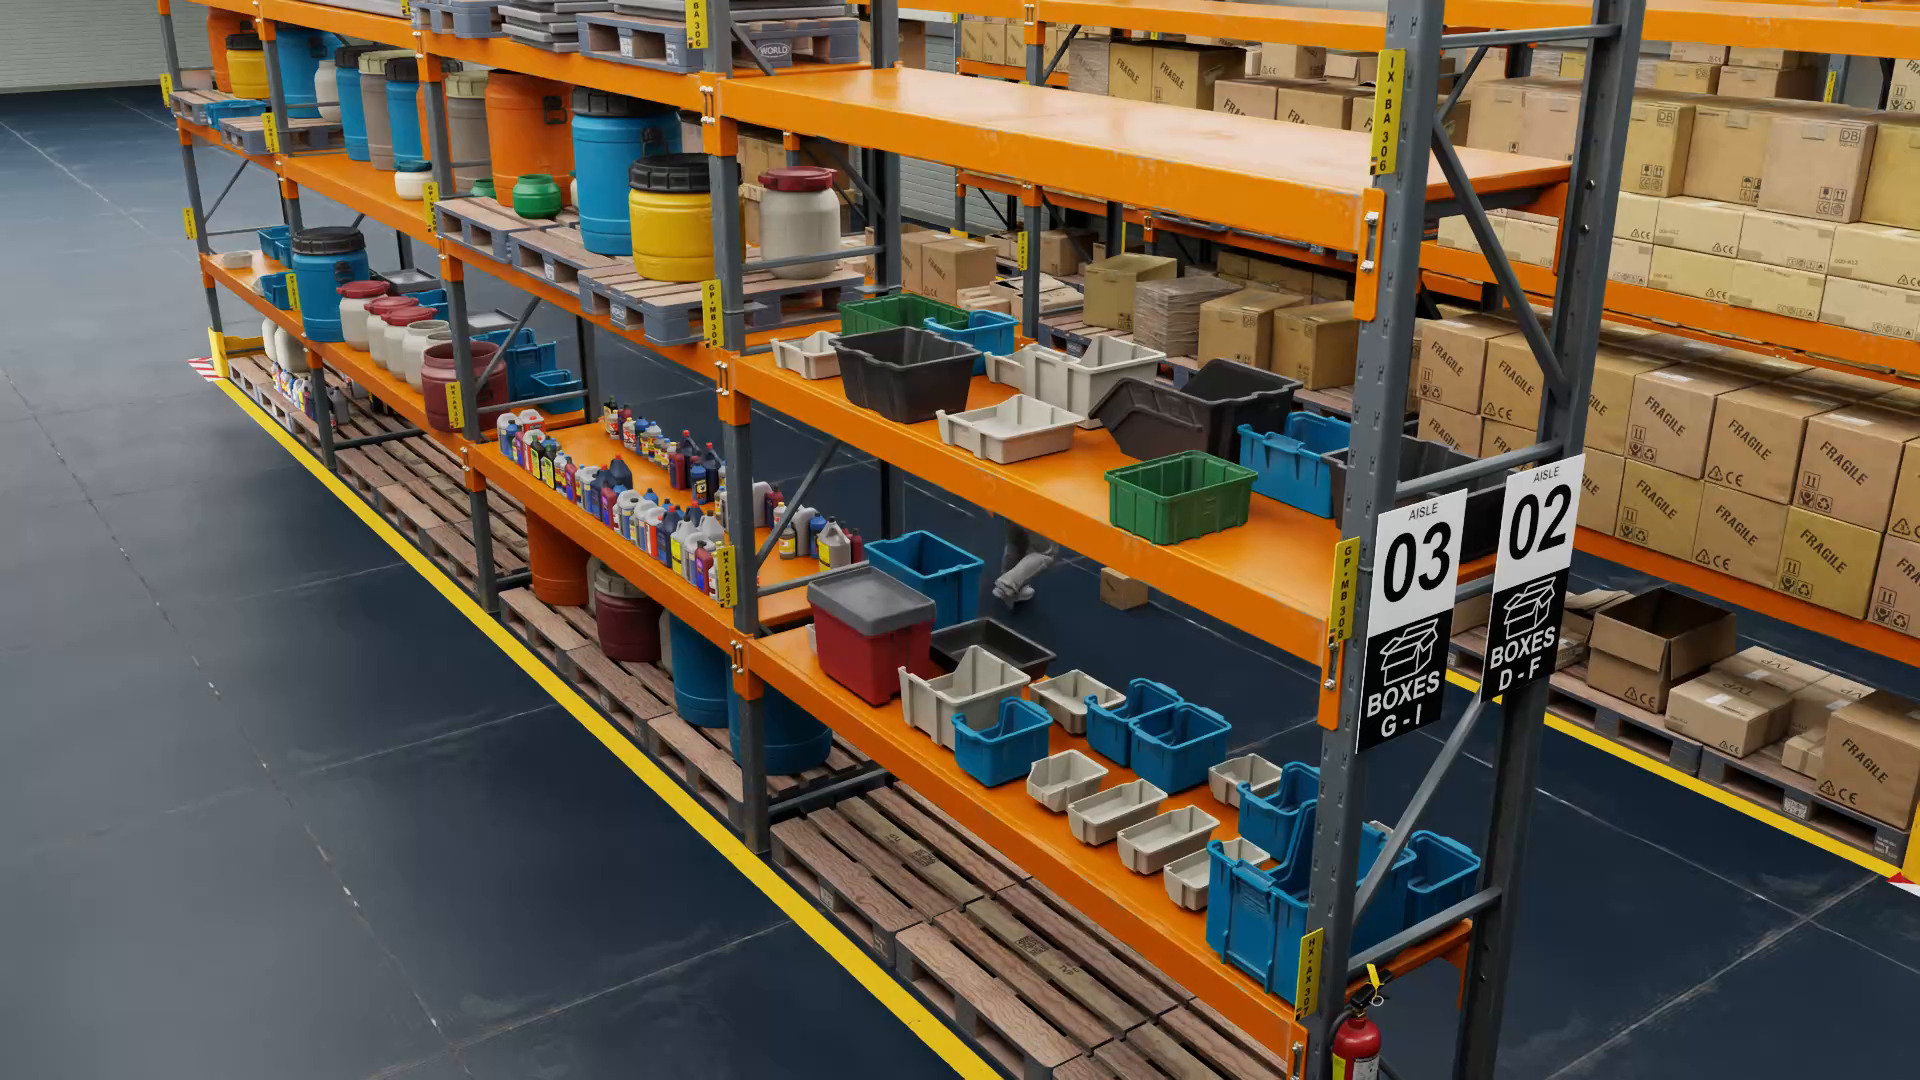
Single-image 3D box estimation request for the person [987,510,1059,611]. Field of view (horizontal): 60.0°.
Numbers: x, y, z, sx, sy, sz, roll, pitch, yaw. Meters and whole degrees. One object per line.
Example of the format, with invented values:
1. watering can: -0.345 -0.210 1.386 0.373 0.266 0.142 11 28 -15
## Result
1. person: 0.415 -0.276 11.754 0.608 1.748 0.567 -13 25 -30
